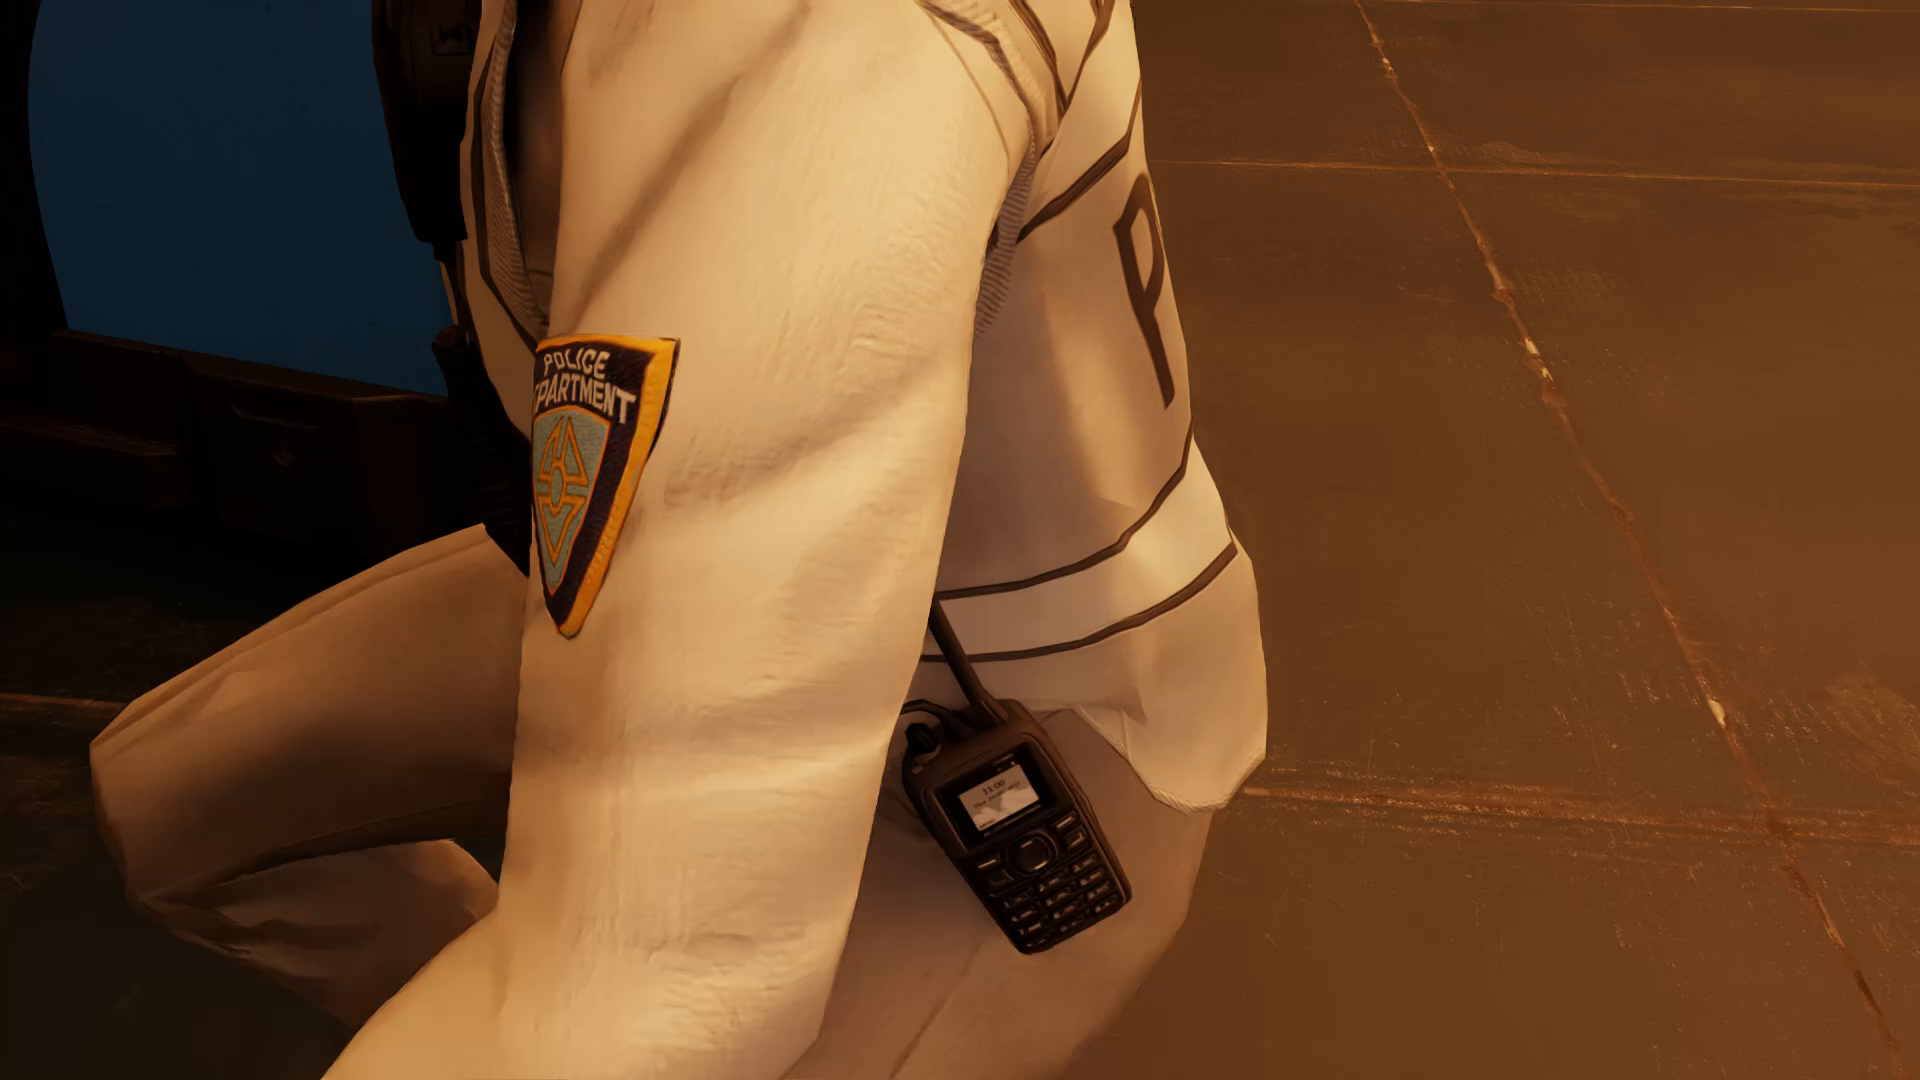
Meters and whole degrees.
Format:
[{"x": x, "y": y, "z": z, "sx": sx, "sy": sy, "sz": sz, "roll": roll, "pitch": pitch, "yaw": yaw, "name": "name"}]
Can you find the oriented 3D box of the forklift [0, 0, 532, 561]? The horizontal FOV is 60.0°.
[{"x": -1.509, "y": -1.628, "z": 2.479, "sx": 3.031, "sy": 2.935, "sz": 1.130, "roll": 11, "pitch": 28, "yaw": 21, "name": "forklift"}]
